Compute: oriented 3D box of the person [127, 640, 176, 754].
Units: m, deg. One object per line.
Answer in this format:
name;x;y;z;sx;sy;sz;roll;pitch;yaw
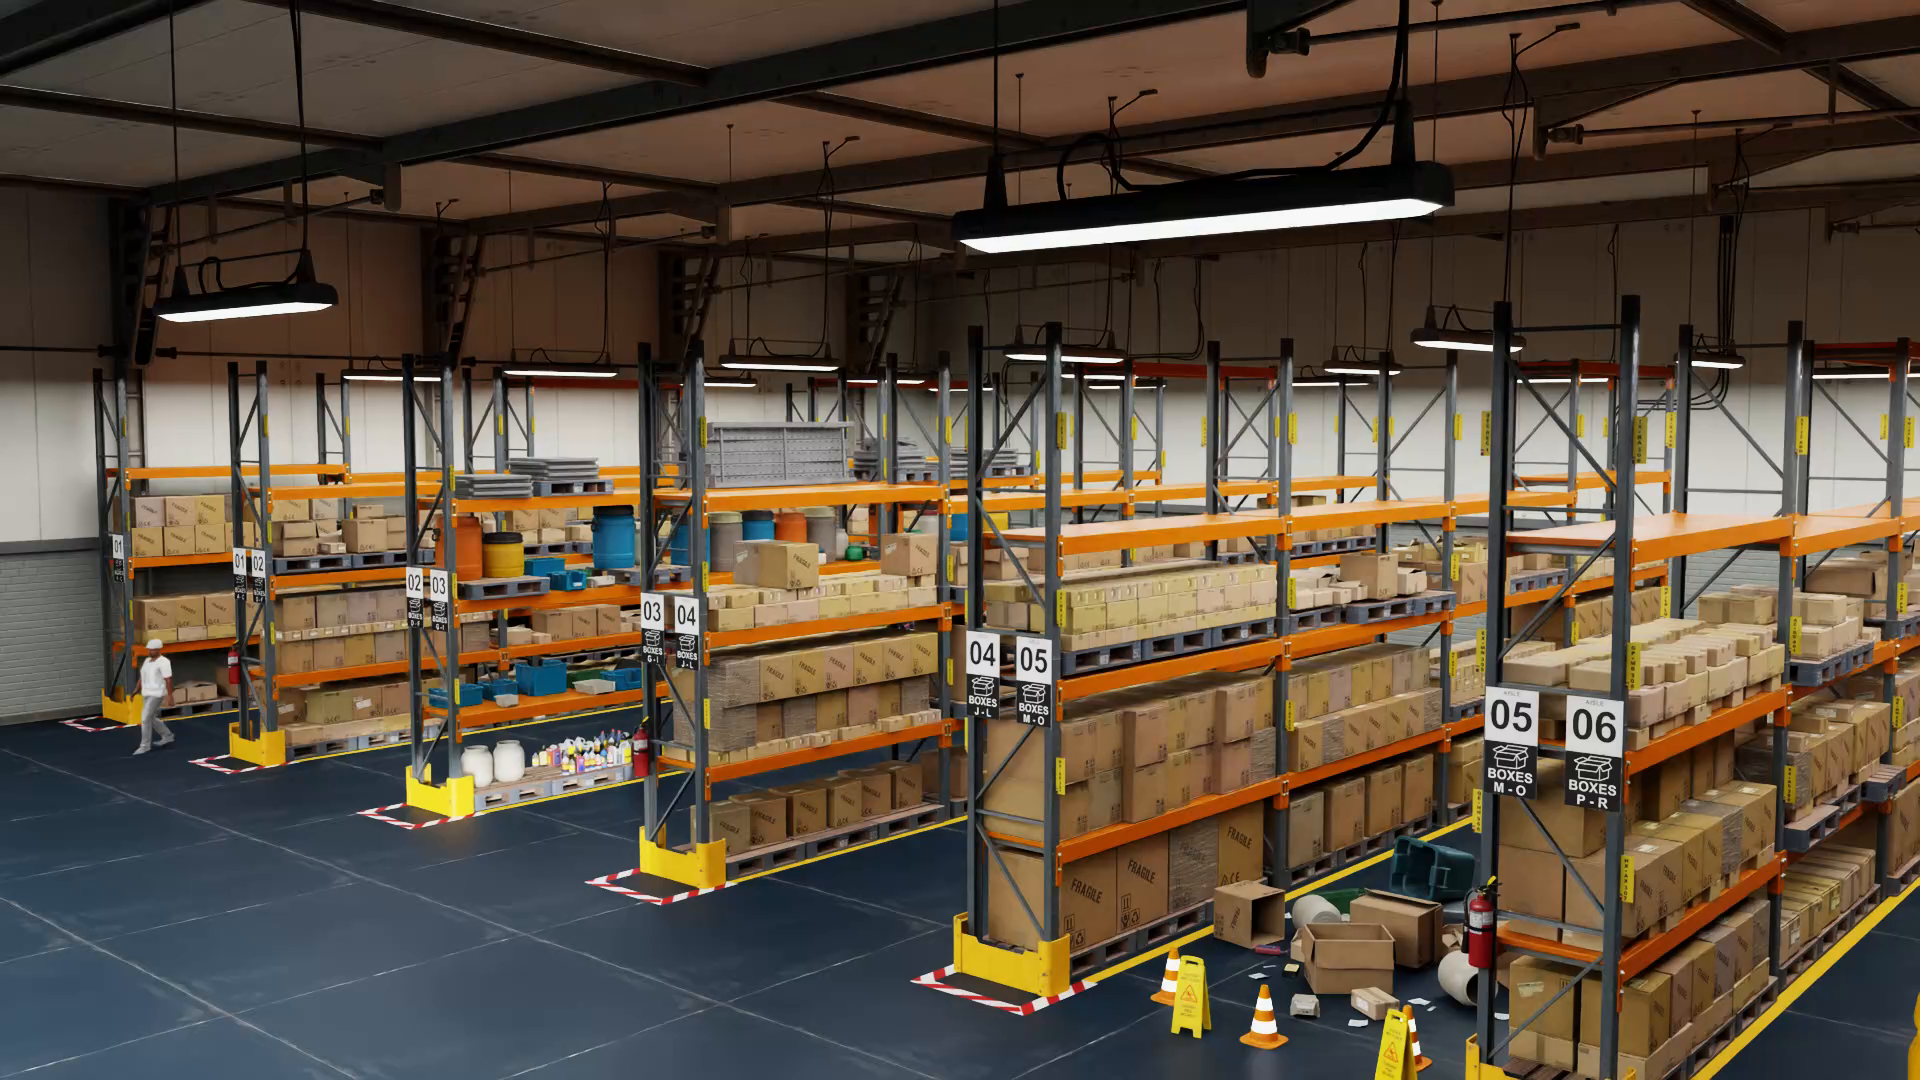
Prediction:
person;-12.518;2.415;25.819;0.677;1.749;0.648;2;5;24
